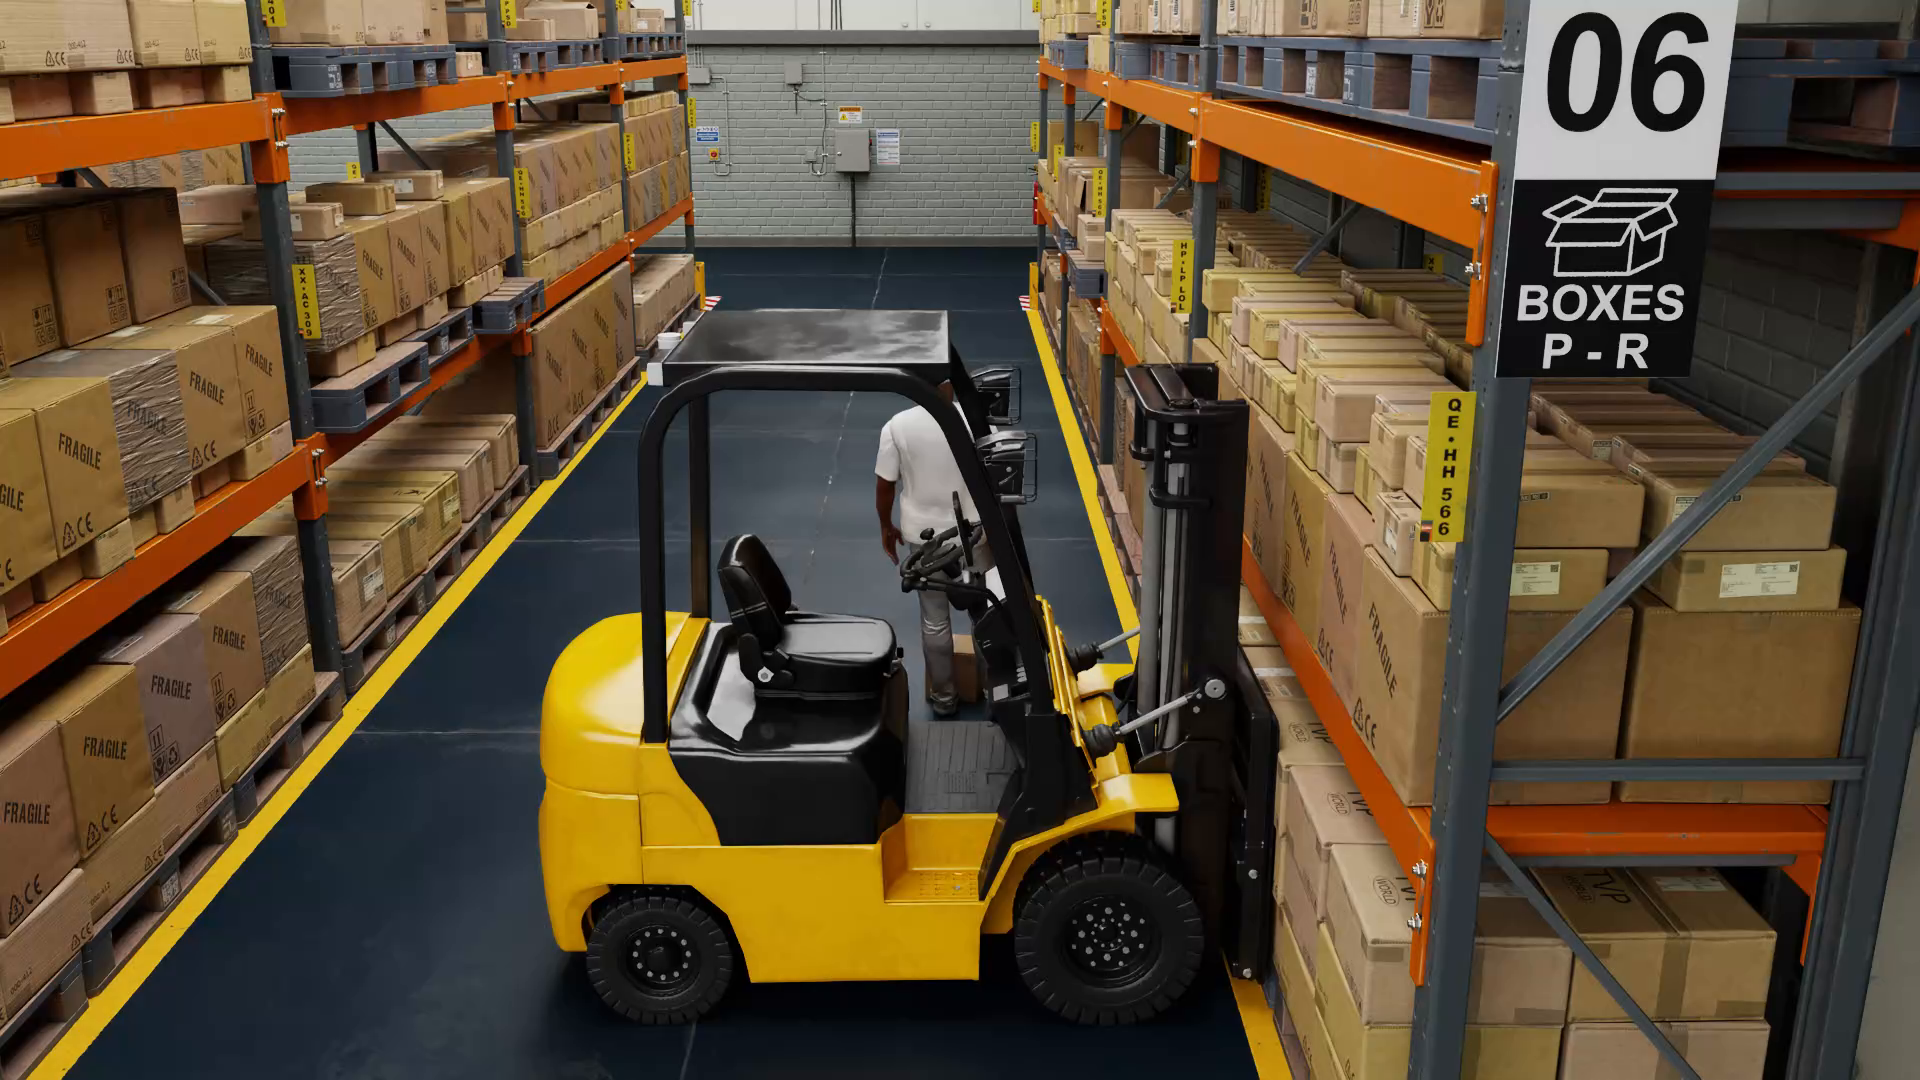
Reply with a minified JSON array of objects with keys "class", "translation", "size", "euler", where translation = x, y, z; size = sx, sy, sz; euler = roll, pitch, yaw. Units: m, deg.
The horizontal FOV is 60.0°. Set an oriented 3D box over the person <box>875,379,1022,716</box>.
[{"class":"person","translation":[-0.035,-0.055,7.652],"size":[0.665,1.767,0.576],"euler":[4,17,12]}]
